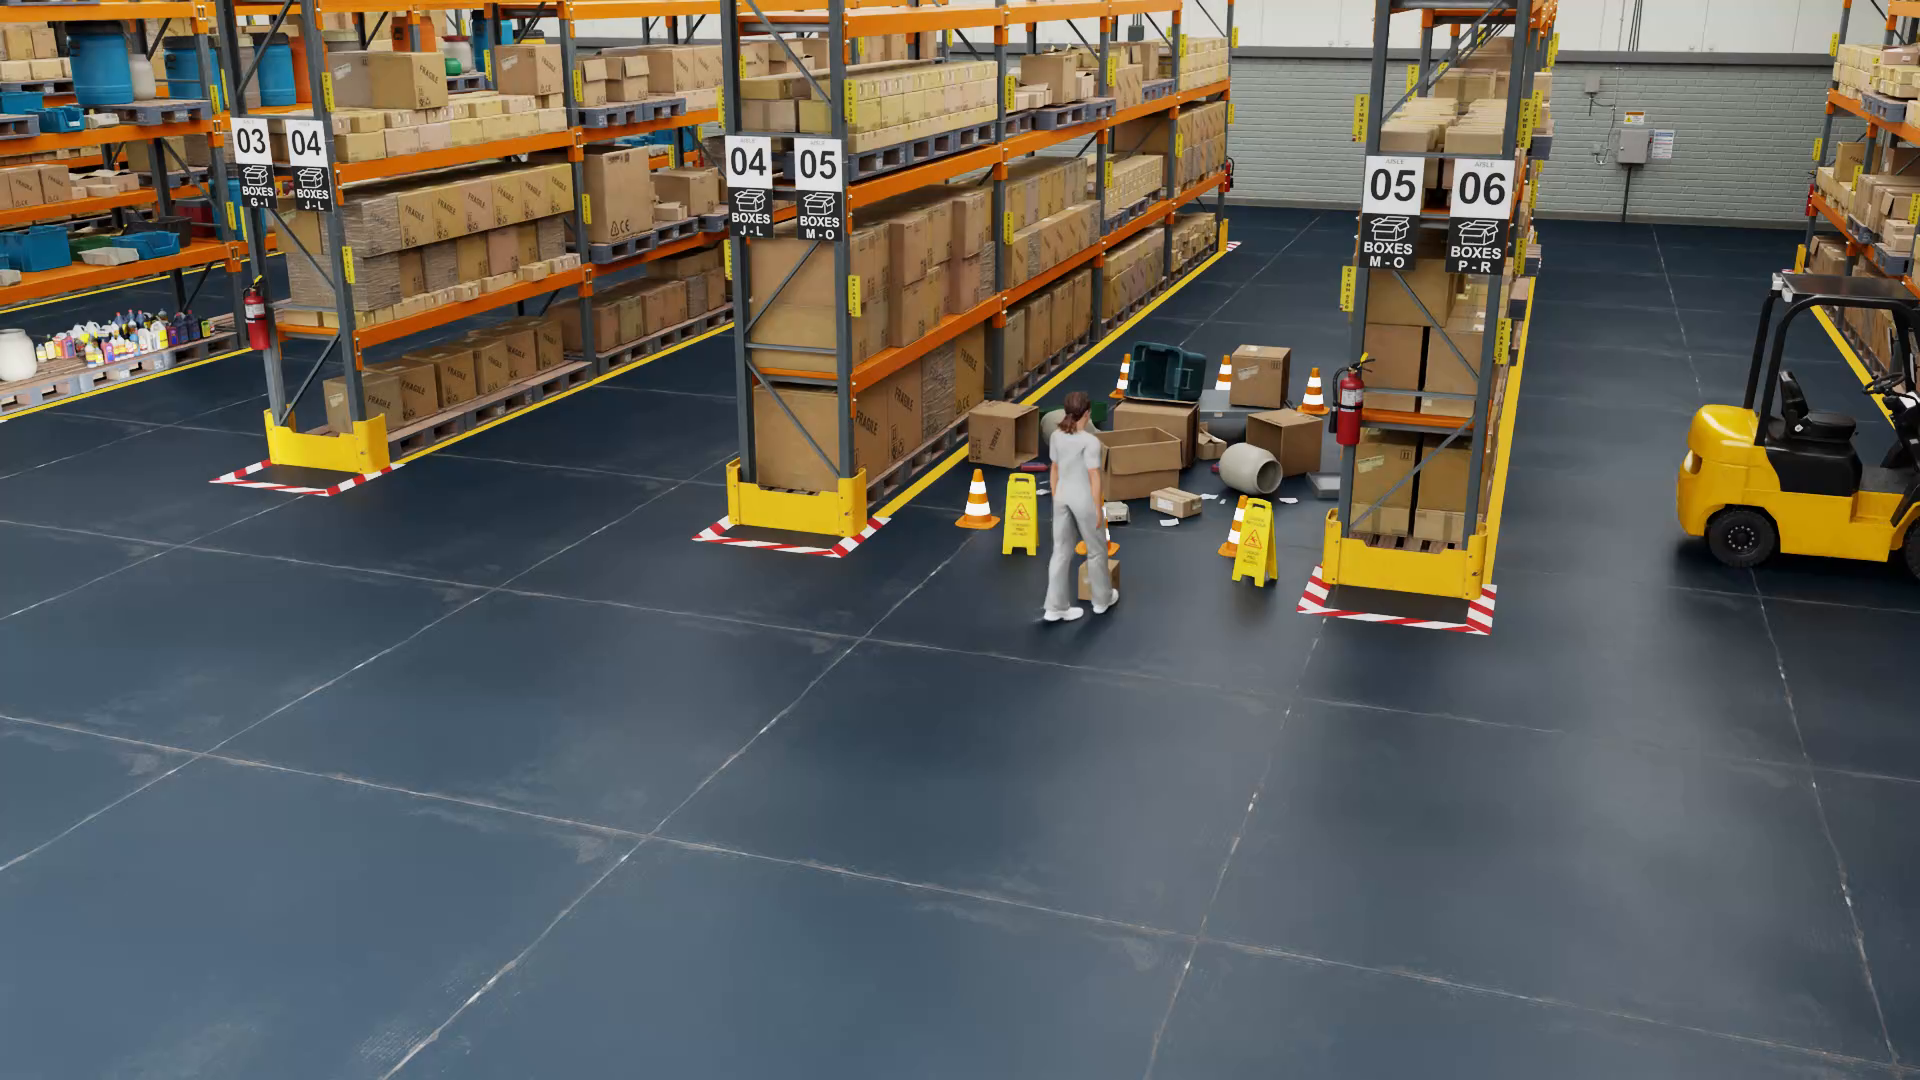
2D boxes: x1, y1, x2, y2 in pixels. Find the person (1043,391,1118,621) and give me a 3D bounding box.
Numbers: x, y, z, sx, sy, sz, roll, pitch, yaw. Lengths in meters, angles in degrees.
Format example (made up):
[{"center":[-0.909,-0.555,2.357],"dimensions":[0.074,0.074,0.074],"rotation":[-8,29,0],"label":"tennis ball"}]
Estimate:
[{"center":[0.887,-0.264,11.837],"dimensions":[0.447,1.665,0.673],"rotation":[15,24,38],"label":"person"}]
